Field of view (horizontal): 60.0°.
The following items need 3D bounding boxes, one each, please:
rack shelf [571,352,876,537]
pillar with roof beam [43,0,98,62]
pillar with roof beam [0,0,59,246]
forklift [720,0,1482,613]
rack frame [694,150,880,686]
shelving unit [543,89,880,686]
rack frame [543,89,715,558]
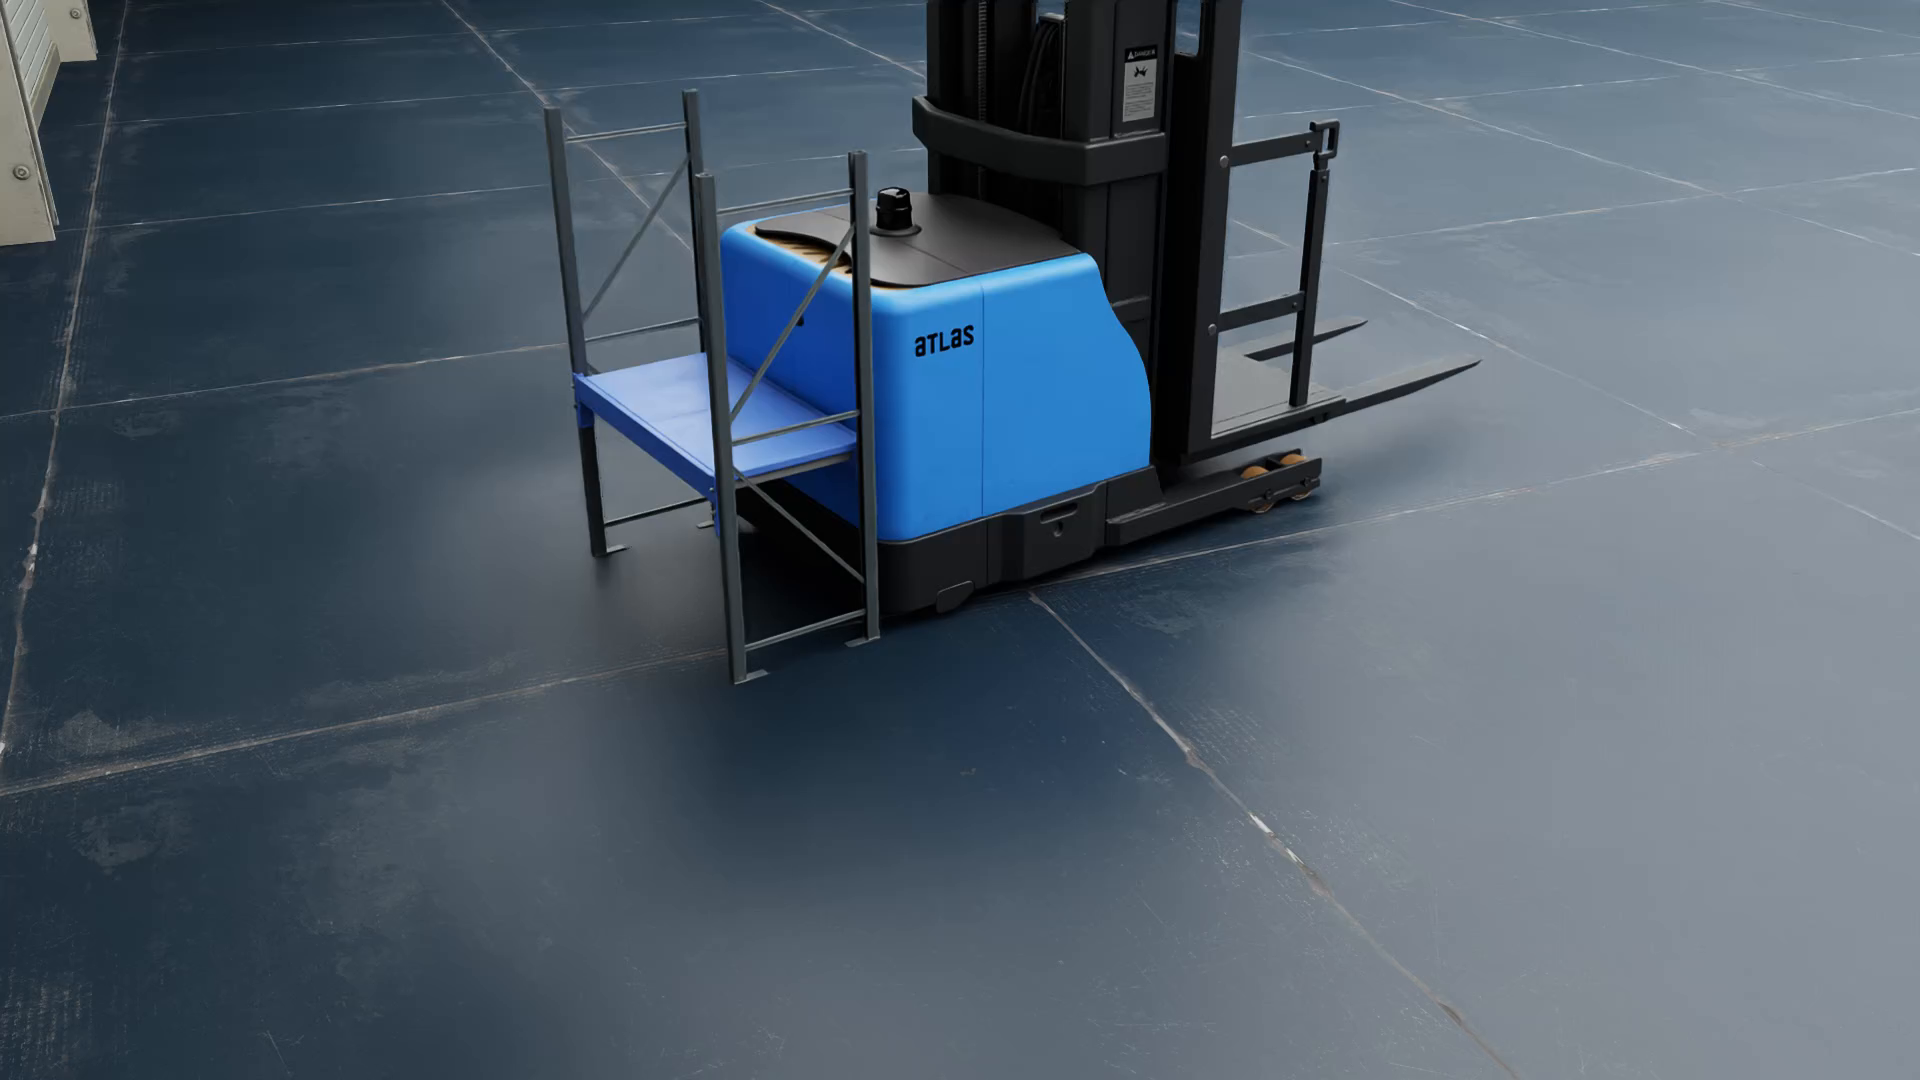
[{"bbox_3d":[-0.749,-0.335,5.136,0.538,0.185,1.000,-17,31,-30],"label":"rack shelf"},{"bbox_3d":[-3.569,-8.901,13.723,9.100,9.000,0.400,-11,28,-21],"label":"pillar with roof beam"},{"bbox_3d":[-1.219,-6.479,8.762,9.100,9.000,0.400,-11,28,-21],"label":"pillar with roof beam"},{"bbox_3d":[0.699,-1.583,5.651,3.031,2.935,1.130,-18,31,-32],"label":"forklift"},{"bbox_3d":[-0.463,-0.312,4.680,0.500,1.500,0.032,-17,31,-30],"label":"rack frame"},{"bbox_3d":[-0.749,-0.496,5.057,0.538,1.500,1.048,-17,31,-30],"label":"shelving unit"},{"bbox_3d":[-1.036,-0.680,5.434,0.500,1.500,0.032,-17,31,-30],"label":"rack frame"}]
